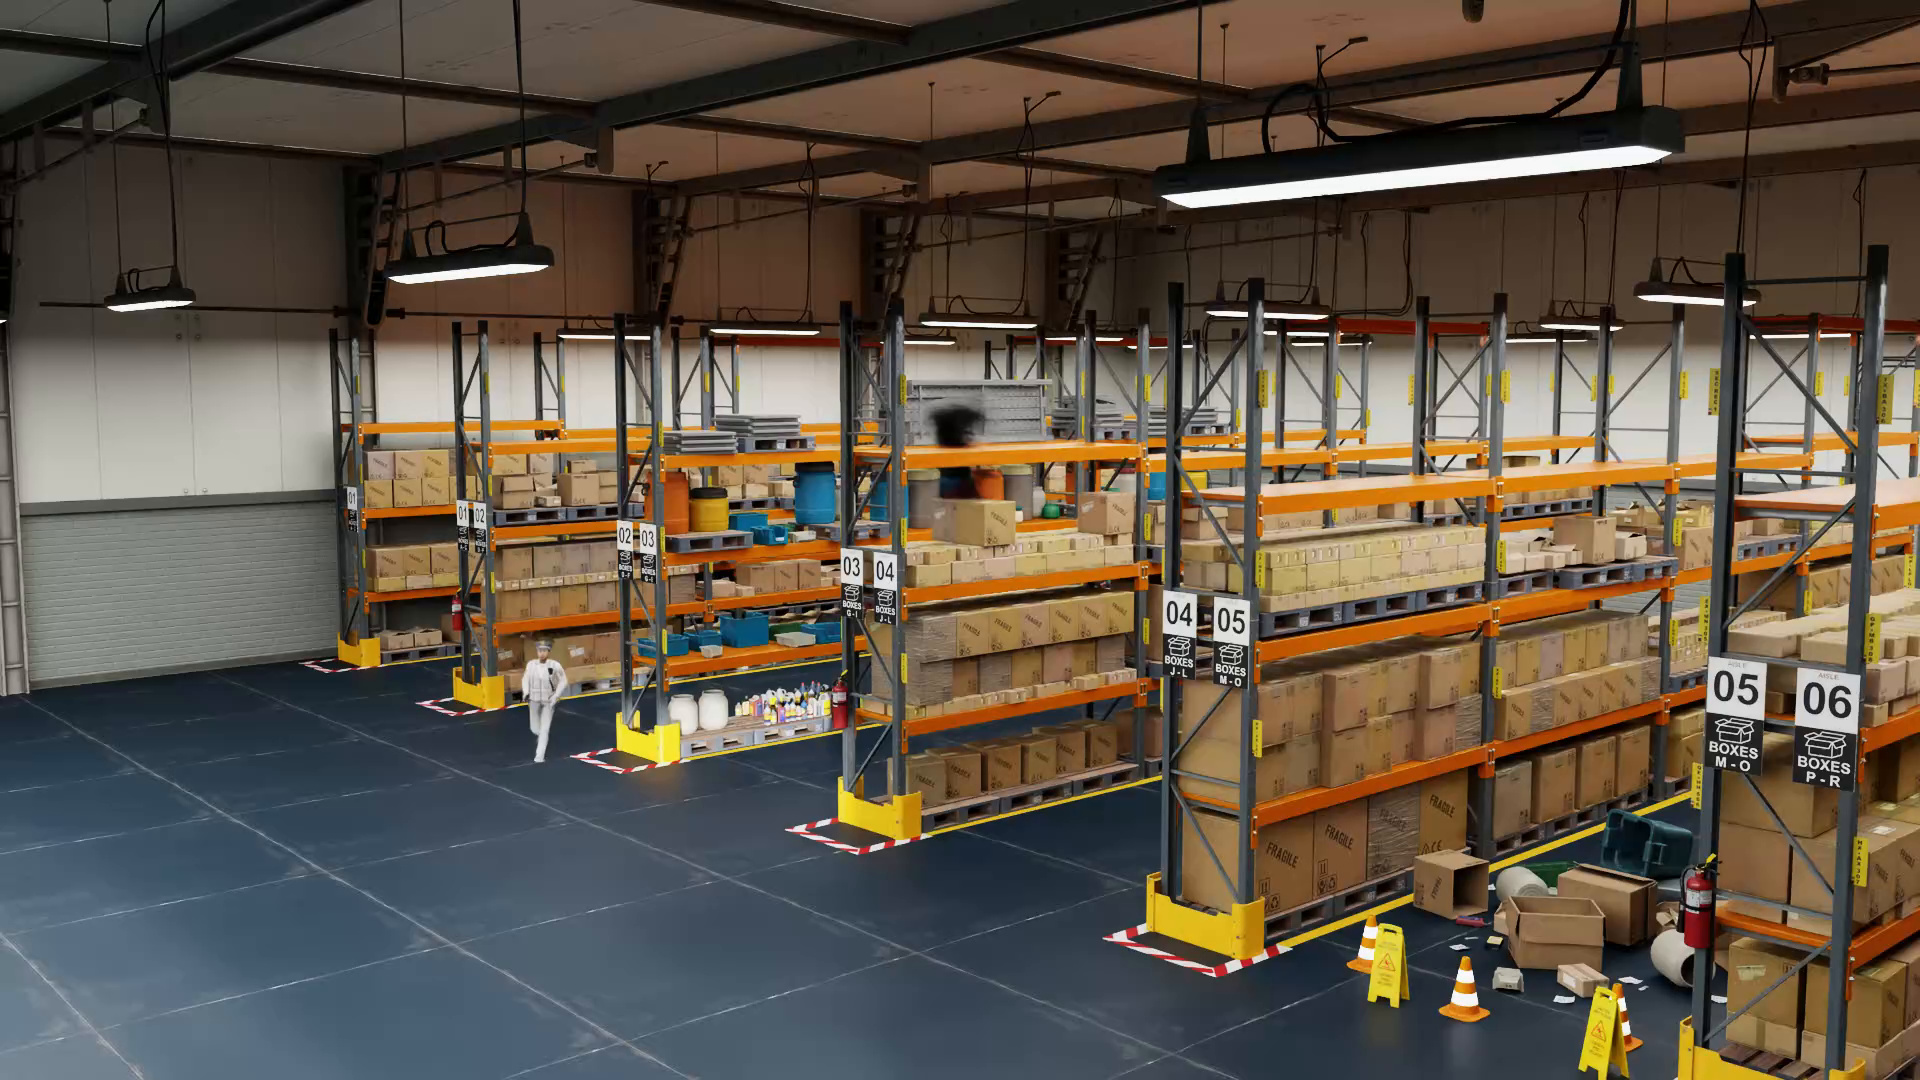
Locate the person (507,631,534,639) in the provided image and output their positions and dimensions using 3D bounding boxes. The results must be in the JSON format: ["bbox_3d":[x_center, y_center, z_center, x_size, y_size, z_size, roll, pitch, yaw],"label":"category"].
[{"bbox_3d":[-7.597,1.523,28.712,0.697,1.612,0.777,1,6,14],"label":"person"}]

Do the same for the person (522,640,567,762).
[{"bbox_3d":[-5.596,2.142,22.442,0.609,1.648,0.602,0,6,-1],"label":"person"}]
